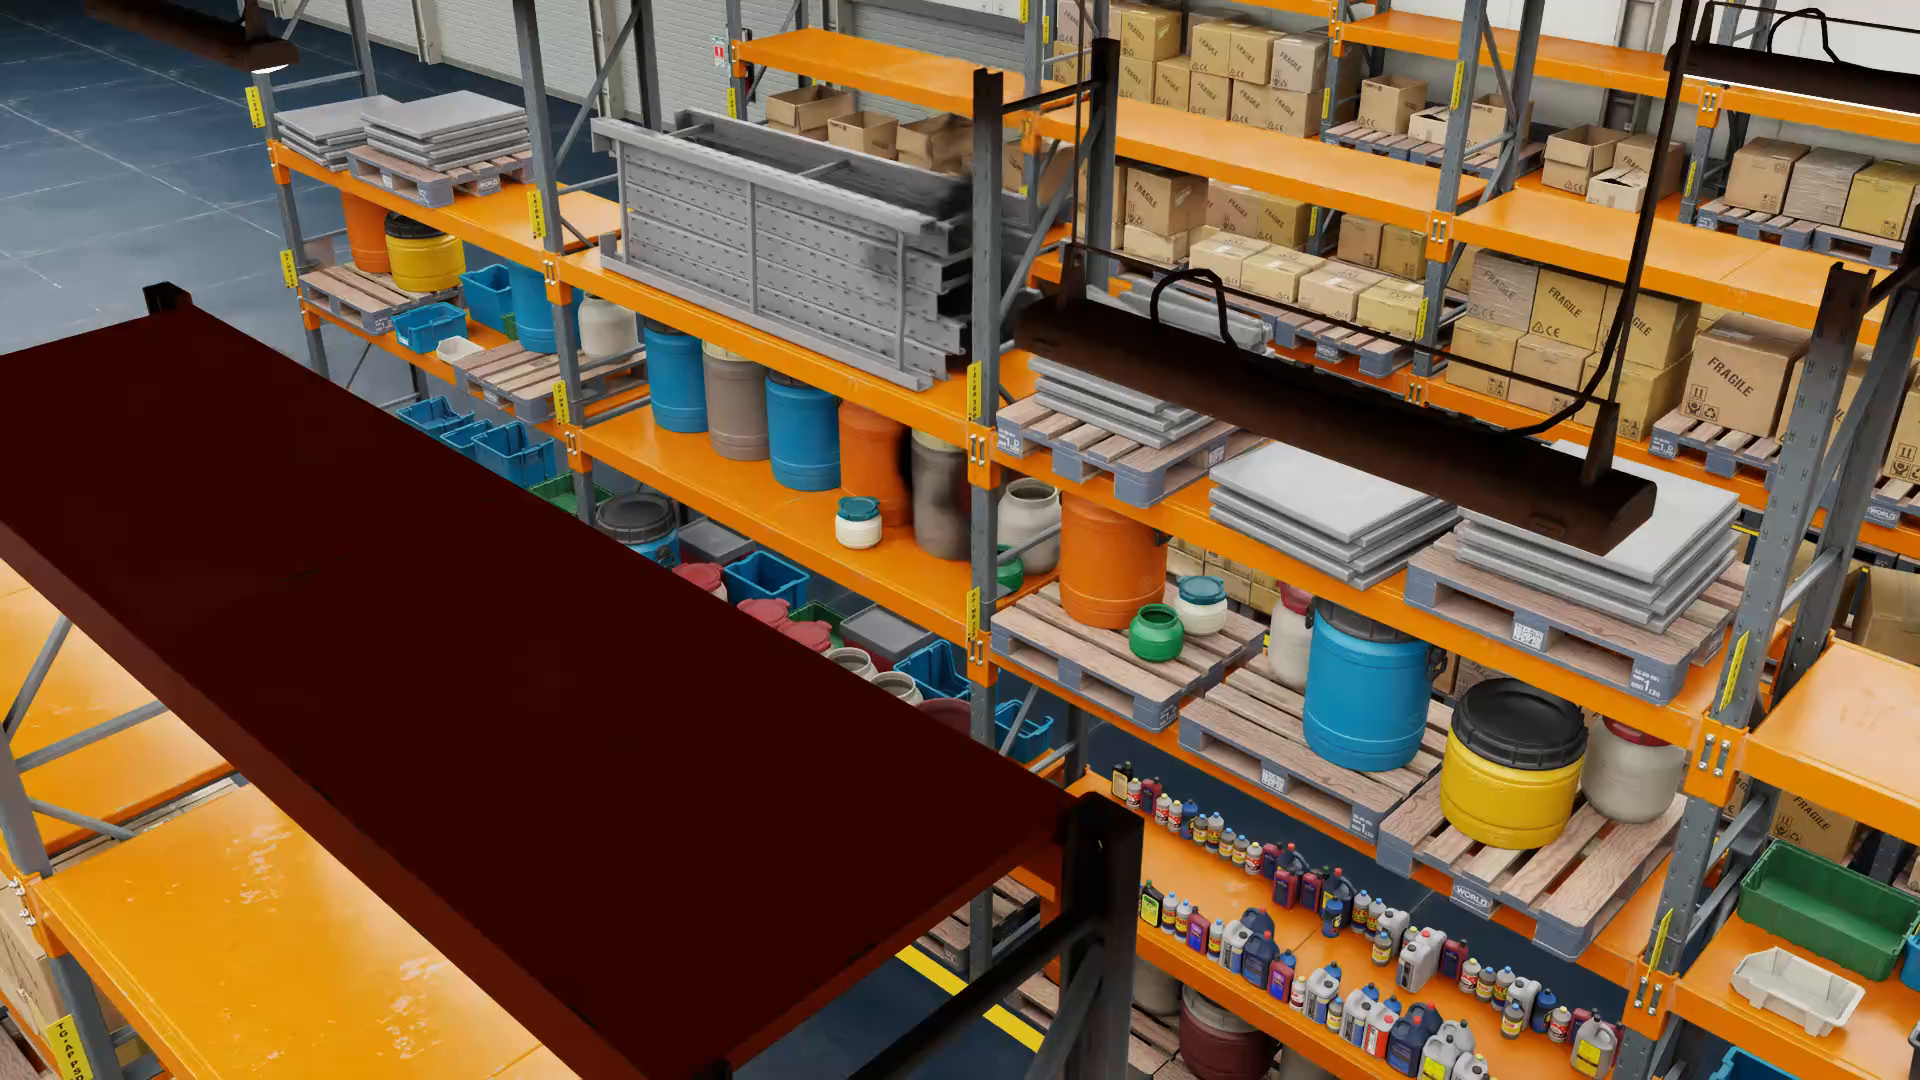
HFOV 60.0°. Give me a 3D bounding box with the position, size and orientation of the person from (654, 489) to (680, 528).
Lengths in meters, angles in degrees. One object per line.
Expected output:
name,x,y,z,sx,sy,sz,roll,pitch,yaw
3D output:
person,-2.525,-0.425,15.311,0.580,1.647,0.614,18,34,29
